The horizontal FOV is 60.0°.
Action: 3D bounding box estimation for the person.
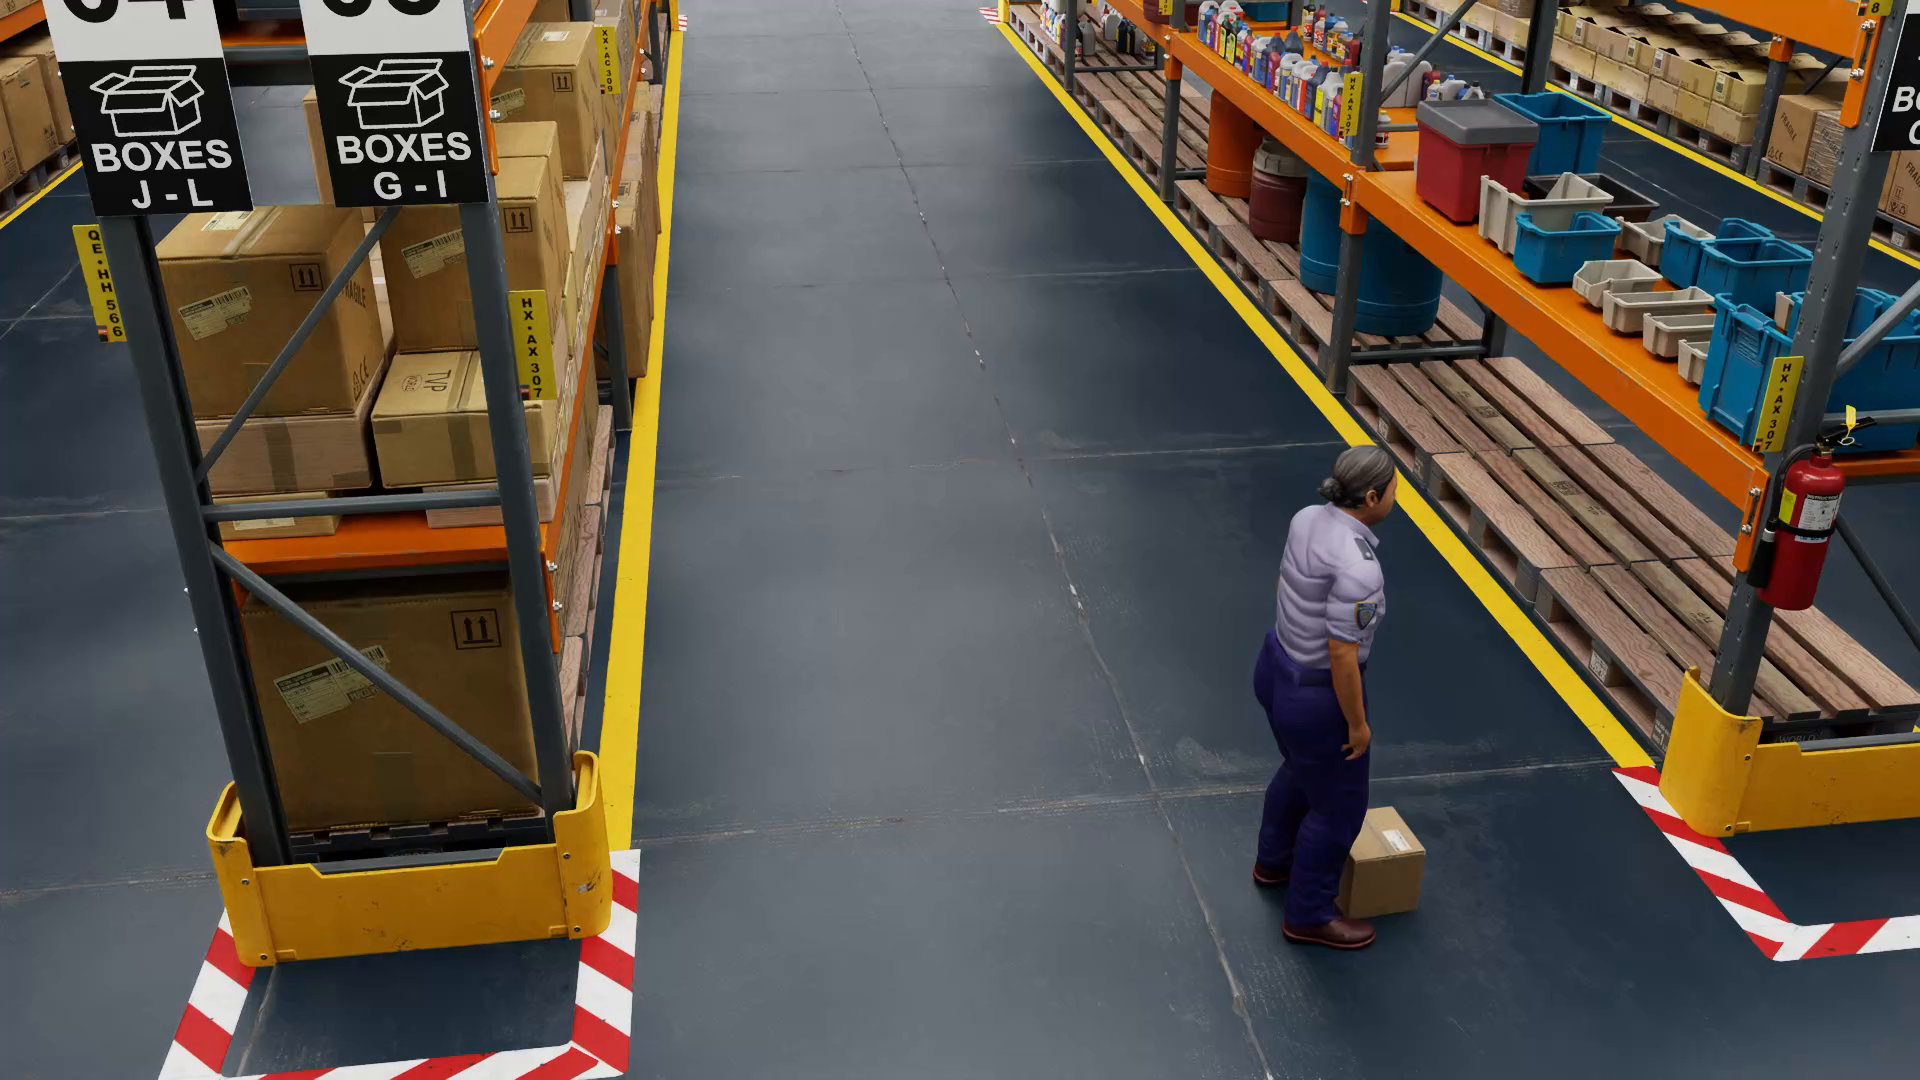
[{"bbox_3d":[1.135,0.477,5.204,0.372,1.650,0.545,-5,28,-9],"label":"person"}]
